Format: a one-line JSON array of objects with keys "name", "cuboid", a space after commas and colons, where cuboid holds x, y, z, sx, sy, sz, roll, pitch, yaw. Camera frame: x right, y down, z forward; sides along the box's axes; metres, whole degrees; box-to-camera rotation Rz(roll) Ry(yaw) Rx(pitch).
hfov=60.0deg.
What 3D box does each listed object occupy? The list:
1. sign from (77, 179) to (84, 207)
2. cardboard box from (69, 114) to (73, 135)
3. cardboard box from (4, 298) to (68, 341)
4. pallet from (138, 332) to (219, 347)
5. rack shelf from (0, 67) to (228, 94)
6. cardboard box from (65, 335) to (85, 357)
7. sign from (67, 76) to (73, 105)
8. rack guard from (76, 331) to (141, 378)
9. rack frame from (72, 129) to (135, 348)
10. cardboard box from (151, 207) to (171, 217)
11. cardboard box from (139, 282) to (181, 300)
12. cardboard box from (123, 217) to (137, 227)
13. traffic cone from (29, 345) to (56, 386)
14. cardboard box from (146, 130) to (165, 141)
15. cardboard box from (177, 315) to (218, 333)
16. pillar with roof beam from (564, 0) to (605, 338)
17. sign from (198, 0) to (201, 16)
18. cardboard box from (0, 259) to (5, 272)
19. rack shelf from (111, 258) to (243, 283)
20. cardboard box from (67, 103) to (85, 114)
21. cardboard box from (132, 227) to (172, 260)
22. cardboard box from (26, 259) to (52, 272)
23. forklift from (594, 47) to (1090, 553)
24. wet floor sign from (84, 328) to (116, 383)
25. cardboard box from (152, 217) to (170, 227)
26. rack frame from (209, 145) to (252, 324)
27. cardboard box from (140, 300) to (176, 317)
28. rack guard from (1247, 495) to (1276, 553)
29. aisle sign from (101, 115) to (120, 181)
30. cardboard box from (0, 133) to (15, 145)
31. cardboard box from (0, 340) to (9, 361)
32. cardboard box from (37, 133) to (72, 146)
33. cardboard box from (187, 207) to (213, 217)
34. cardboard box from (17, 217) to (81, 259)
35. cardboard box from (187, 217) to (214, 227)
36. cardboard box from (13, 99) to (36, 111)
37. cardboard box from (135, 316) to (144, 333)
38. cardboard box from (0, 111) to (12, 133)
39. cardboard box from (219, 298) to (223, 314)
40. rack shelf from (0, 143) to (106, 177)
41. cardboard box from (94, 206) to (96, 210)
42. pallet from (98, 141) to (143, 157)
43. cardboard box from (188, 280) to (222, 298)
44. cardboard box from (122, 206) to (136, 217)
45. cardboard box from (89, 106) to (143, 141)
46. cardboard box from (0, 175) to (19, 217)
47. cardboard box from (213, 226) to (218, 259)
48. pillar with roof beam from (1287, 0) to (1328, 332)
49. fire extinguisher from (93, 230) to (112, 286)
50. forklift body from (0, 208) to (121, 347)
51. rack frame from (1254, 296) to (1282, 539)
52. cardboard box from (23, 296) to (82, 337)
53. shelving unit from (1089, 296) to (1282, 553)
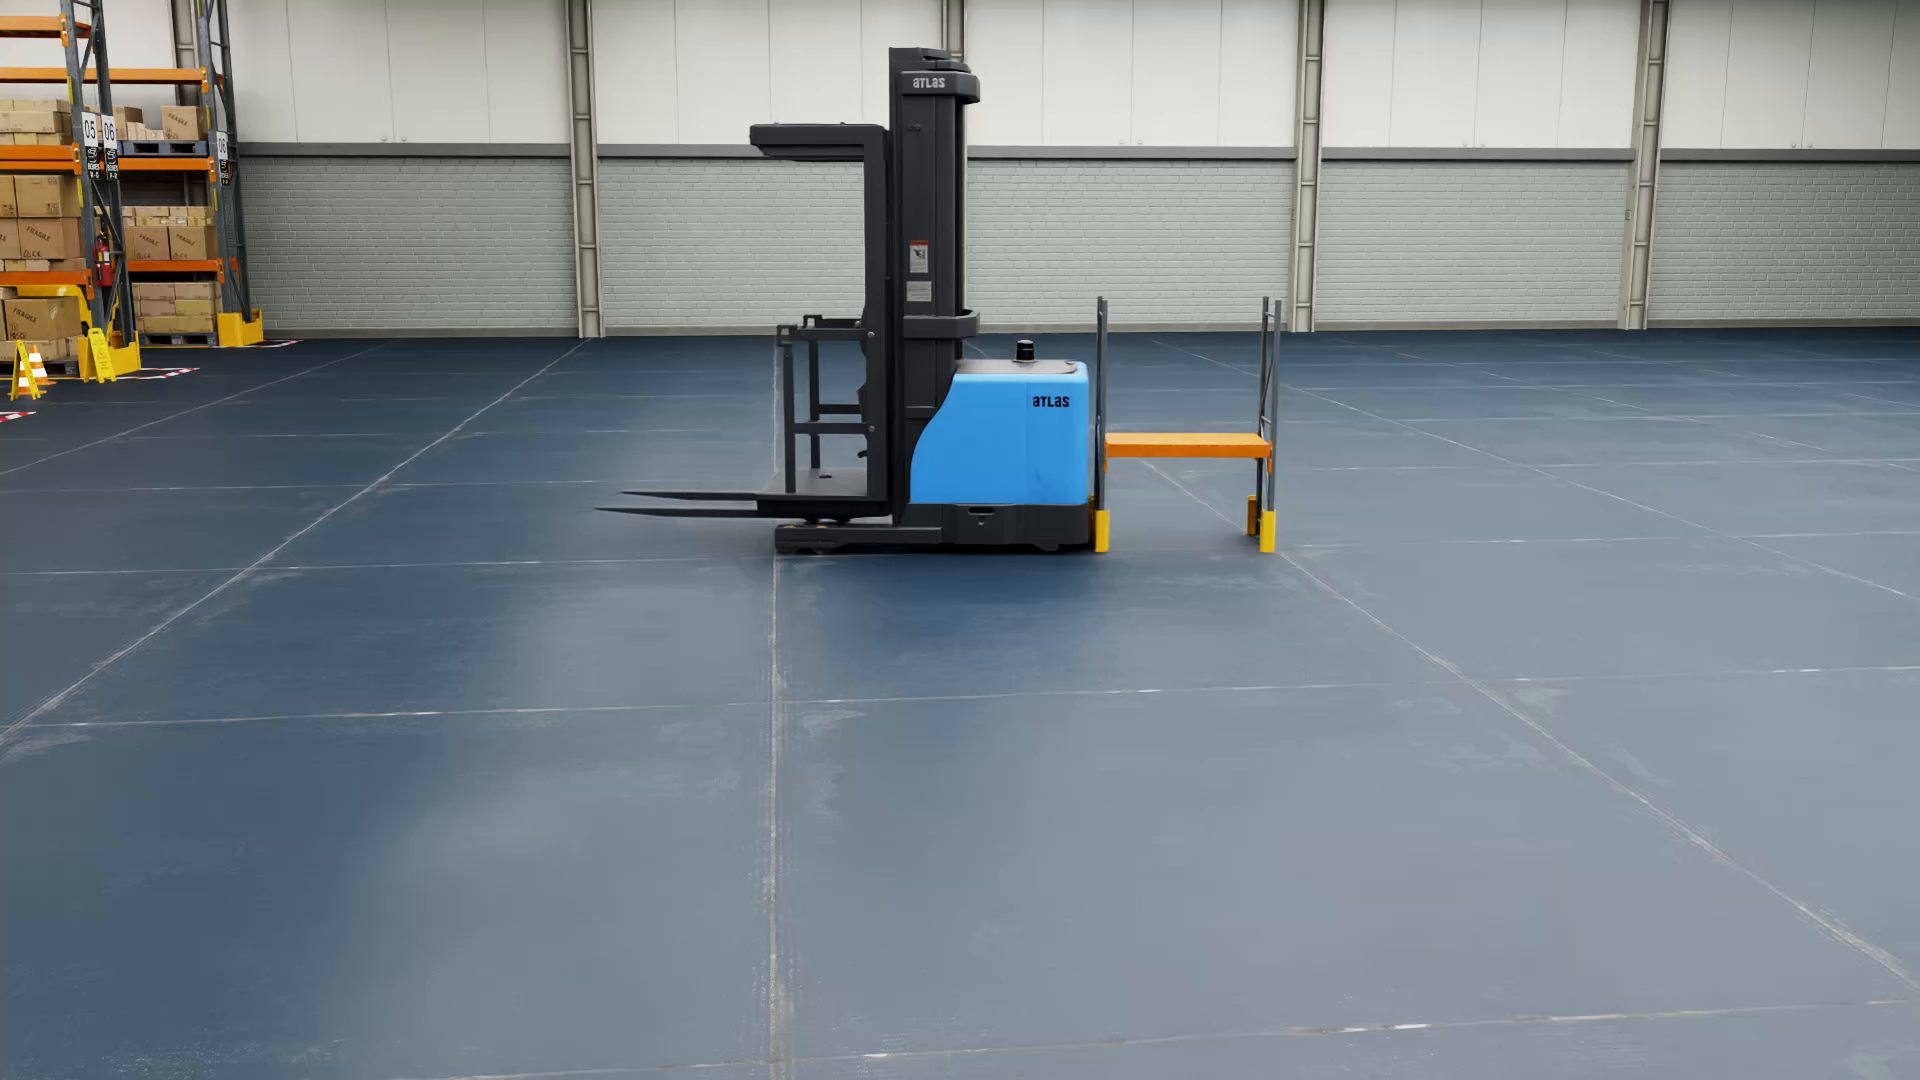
[{"name": "sign", "cuboid": [-10.655, -4.201, 20.140, 0.005, 0.325, 0.100, -1, 11, -6]}, {"name": "cardboard box", "cuboid": [-11.224, -5.169, 20.729, 0.500, 0.250, 0.500, -1, 11, -7]}, {"name": "cardboard box", "cuboid": [-11.463, -2.743, 20.639, 0.500, 0.500, 0.500, -1, 11, -6]}, {"name": "pallet", "cuboid": [-11.990, -3.144, 25.815, 1.213, 0.211, 1.003, -1, 11, -6]}, {"name": "rack shelf", "cuboid": [-13.223, -6.889, 24.985, 4.000, 0.370, 1.077, -1, 11, -6]}, {"name": "cardboard box", "cuboid": [-11.527, -2.478, 21.235, 0.500, 0.250, 0.500, -1, 11, -7]}, {"name": "sign", "cuboid": [-10.655, -5.384, 19.908, 0.005, 0.325, 0.100, -1, 11, -6]}, {"name": "rack guard", "cuboid": [-10.770, -2.357, 21.059, 0.348, 0.500, 1.175, -1, 11, -6]}, {"name": "rack frame", "cuboid": [-10.695, -3.585, 20.826, 0.127, 3.000, 1.000, -1, 11, -6]}, {"name": "cardboard box", "cuboid": [-12.067, -4.980, 25.213, 0.250, 0.149, 0.380, -1, 11, -5]}, {"name": "cardboard box", "cuboid": [-12.166, -3.803, 25.383, 0.500, 0.250, 0.500, -1, 11, -5]}, {"name": "cardboard box", "cuboid": [-12.573, -4.821, 25.172, 0.250, 0.149, 0.380, -2, 11, -8]}, {"name": "traffic cone", "cuboid": [-10.983, -2.084, 19.767, 0.334, 0.463, 0.336, -1, 11, -6]}, {"name": "cardboard box", "cuboid": [-12.026, -6.065, 24.968, 0.250, 0.149, 0.380, -2, 11, -8]}, {"name": "cardboard box", "cuboid": [-11.668, -3.323, 25.534, 0.500, 0.250, 0.500, -1, 11, -6]}, {"name": "pillar with roof beam", "cuboid": [-5.594, -6.938, 22.331, 0.400, 9.000, 9.100, -1, 11, -6]}, {"name": "sign", "cuboid": [-11.190, -7.873, 24.460, 0.005, 0.325, 0.100, -1, 11, -6]}, {"name": "cardboard box", "cuboid": [-11.793, -3.374, 20.404, 0.250, 0.149, 0.380, -1, 11, -5]}, {"name": "rack shelf", "cuboid": [-13.223, -4.142, 25.525, 4.000, 0.370, 1.077, -1, 11, -6]}, {"name": "cardboard box", "cuboid": [-11.070, -5.356, 20.645, 0.250, 0.149, 0.380, -1, 11, -6]}, {"name": "cardboard box", "cuboid": [-12.212, -4.516, 25.304, 0.500, 0.500, 0.500, -1, 11, -4]}, {"name": "cardboard box", "cuboid": [-11.283, -3.386, 20.467, 0.250, 0.149, 0.380, -1, 11, -7]}, {"name": "forklift", "cuboid": [-0.714, -1.459, 10.190, 3.031, 2.935, 1.130, 1, 11, 4]}, {"name": "wet floor sign", "cuboid": [-10.390, -2.228, 20.029, 0.232, 0.644, 0.267, 3, 11, 14]}, {"name": "cardboard box", "cuboid": [-12.065, -4.838, 25.261, 0.250, 0.149, 0.380, -1, 11, -5]}, {"name": "rack frame", "cuboid": [-11.235, -4.537, 25.668, 0.127, 3.000, 1.000, -1, 11, -6]}, {"name": "cardboard box", "cuboid": [-12.185, -3.560, 25.445, 0.500, 0.250, 0.500, -1, 11, -7]}, {"name": "rack guard", "cuboid": [1.853, -0.103, 10.245, 0.087, 0.250, 0.587, 0, 11, 1]}, {"name": "aisle sign", "cuboid": [-10.667, -4.921, 20.884, 0.004, 0.787, 0.394, -1, 11, -6]}, {"name": "cardboard box", "cuboid": [-11.531, -4.862, 20.197, 0.250, 0.149, 0.380, -1, 11, -4]}, {"name": "cardboard box", "cuboid": [-11.985, -2.364, 20.655, 0.500, 0.250, 0.500, -1, 11, -6]}, {"name": "cardboard box", "cuboid": [-11.019, -4.872, 20.250, 0.250, 0.149, 0.380, -1, 11, -6]}, {"name": "cardboard box", "cuboid": [-11.568, -5.002, 25.323, 0.250, 0.149, 0.380, -1, 11, -6]}, {"name": "cardboard box", "cuboid": [-11.205, -3.716, 20.461, 0.500, 0.500, 0.500, -1, 11, -7]}, {"name": "cardboard box", "cuboid": [-11.549, -4.843, 25.285, 0.250, 0.149, 0.380, -1, 11, -5]}, {"name": "cardboard box", "cuboid": [-11.260, -5.263, 20.170, 0.250, 0.149, 0.380, -1, 11, -5]}, {"name": "cardboard box", "cuboid": [-12.661, -3.306, 25.447, 0.500, 0.250, 0.500, -1, 11, -5]}, {"name": "cardboard box", "cuboid": [-11.676, -5.059, 20.166, 0.500, 0.250, 0.500, -1, 11, -7]}, {"name": "cardboard box", "cuboid": [-11.725, -3.669, 25.997, 0.500, 0.250, 0.500, -1, 11, -5]}, {"name": "rack shelf", "cuboid": [-12.683, -4.662, 20.394, 4.000, 0.370, 1.077, -1, 11, -6]}, {"name": "cardboard box", "cuboid": [-13.092, -4.969, 25.155, 0.250, 0.149, 0.380, -1, 11, -5]}, {"name": "pallet", "cuboid": [-13.156, -5.929, 25.205, 1.213, 0.211, 1.003, -1, 11, -6]}, {"name": "cardboard box", "cuboid": [-11.733, -3.910, 25.930, 0.500, 0.250, 0.500, -1, 11, -7]}, {"name": "cardboard box", "cuboid": [-12.570, -4.963, 25.123, 0.250, 0.149, 0.380, -1, 11, -5]}, {"name": "cardboard box", "cuboid": [-12.677, -6.254, 25.023, 0.500, 0.500, 0.700, -1, 11, -6]}, {"name": "cardboard box", "cuboid": [-11.683, -4.209, 20.378, 0.500, 0.500, 0.700, -1, 11, -6]}, {"name": "cardboard box", "cuboid": [-11.757, -4.629, 25.876, 0.500, 0.500, 0.500, -1, 11, -4]}, {"name": "pillar with roof beam", "cuboid": [6.335, -7.188, 23.602, 0.400, 9.000, 9.100, -1, 11, -6]}, {"name": "fire extinguisher", "cuboid": [-10.531, -3.461, 20.396, 0.183, 0.674, 0.296, -1, 11, -6]}, {"name": "forklift body", "cuboid": [-12.923, -3.731, 23.769, 1.214, 2.155, 2.313, -1, 11, -6]}, {"name": "rack frame", "cuboid": [1.873, -0.716, 10.124, 0.032, 1.500, 0.500, 0, 11, 1]}, {"name": "cardboard box", "cuboid": [-11.550, -2.845, 21.160, 0.500, 0.500, 0.500, -2, 11, -8]}, {"name": "shelving unit", "cuboid": [1.355, -0.718, 10.133, 1.083, 1.500, 0.587, 0, 11, 1]}]
